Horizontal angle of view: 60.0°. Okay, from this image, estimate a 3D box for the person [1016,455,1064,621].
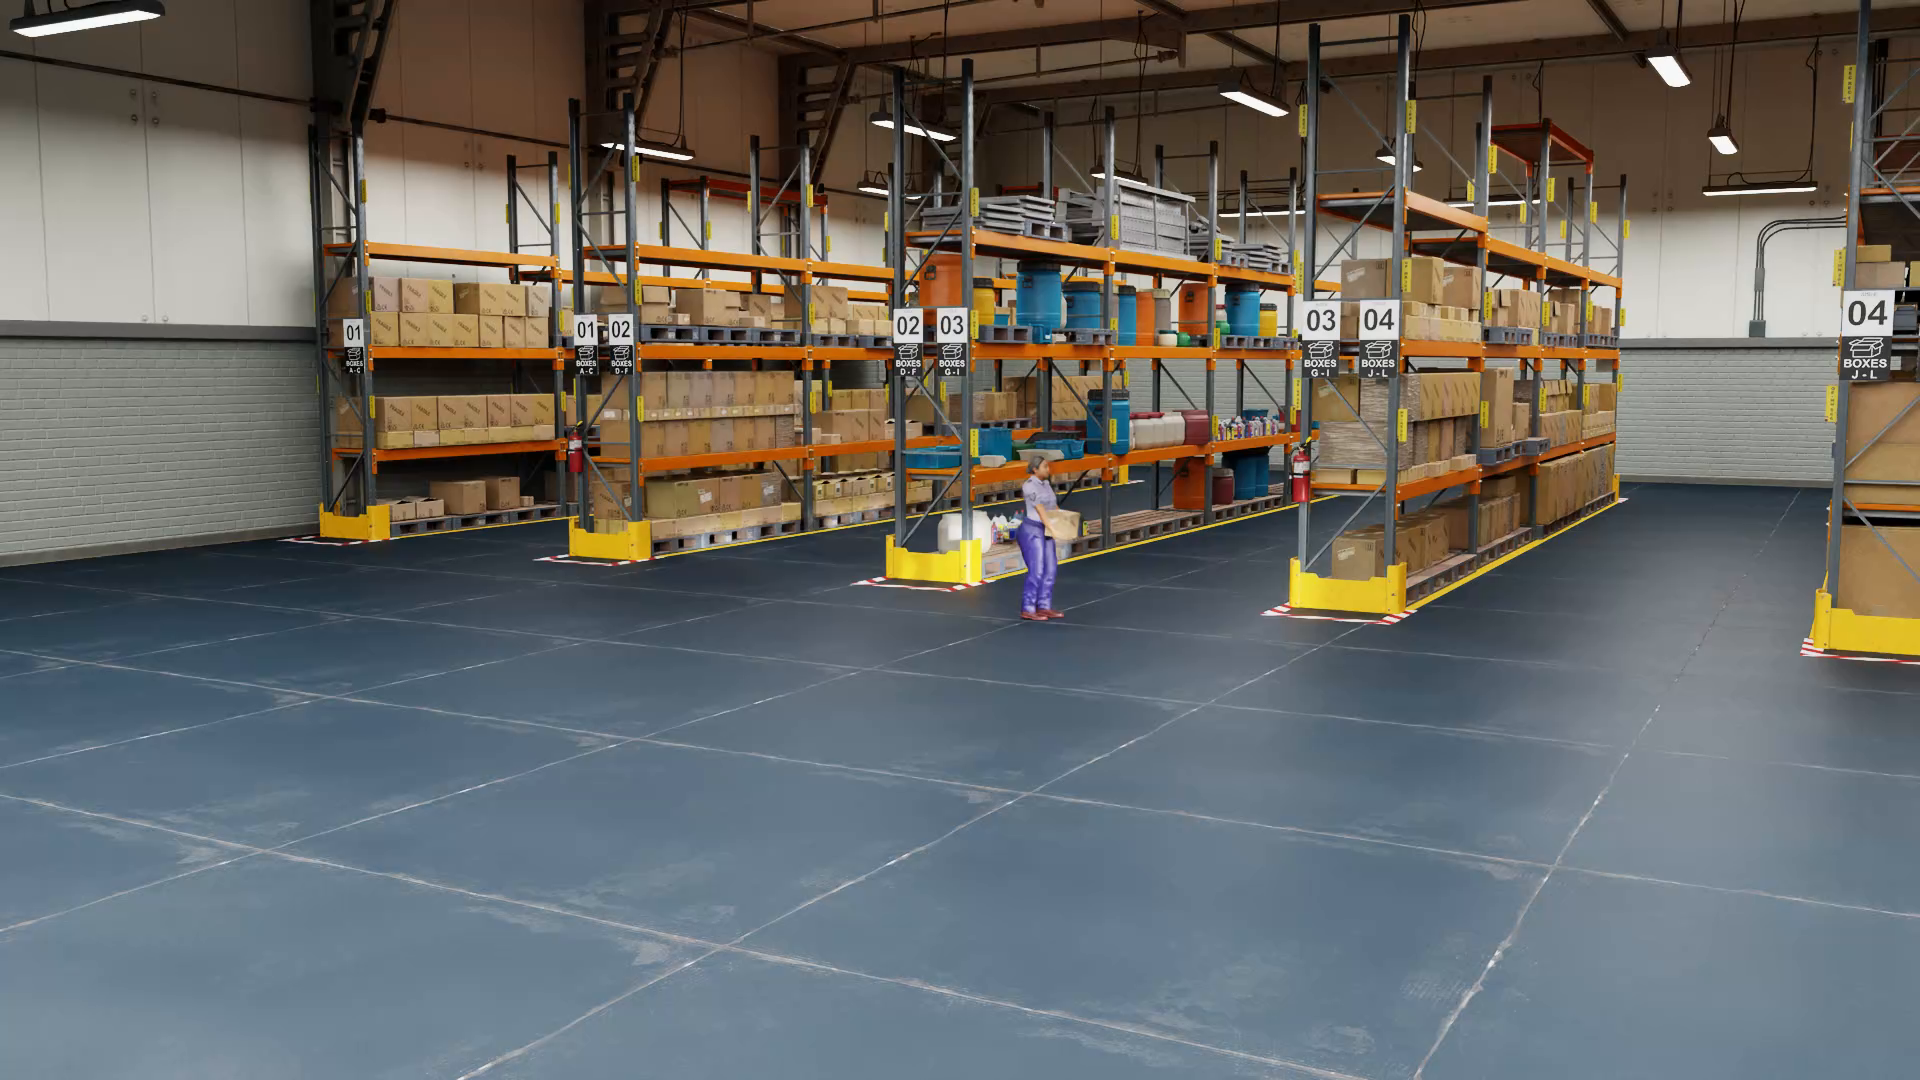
[{"bbox_3d":[0.858,-0.026,16.732,0.524,1.647,0.435,3,7,28],"label":"person"}]
